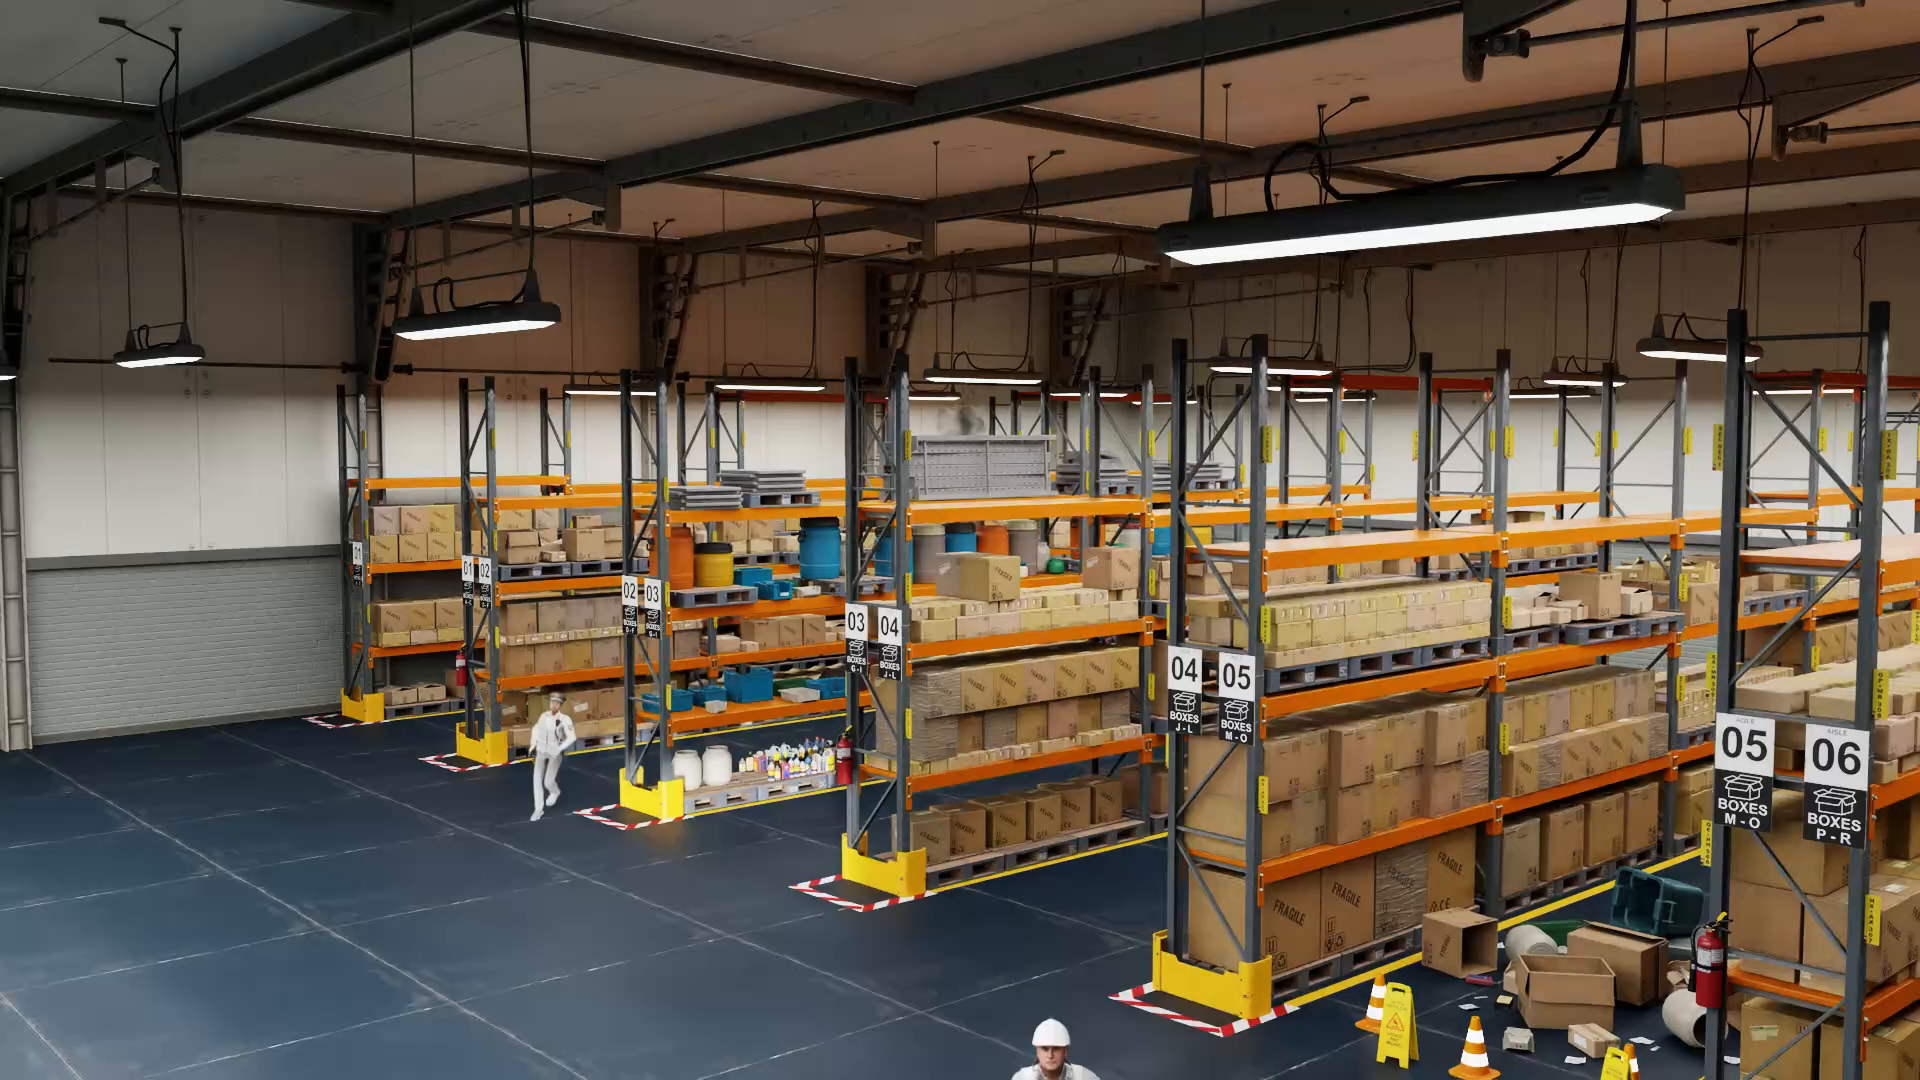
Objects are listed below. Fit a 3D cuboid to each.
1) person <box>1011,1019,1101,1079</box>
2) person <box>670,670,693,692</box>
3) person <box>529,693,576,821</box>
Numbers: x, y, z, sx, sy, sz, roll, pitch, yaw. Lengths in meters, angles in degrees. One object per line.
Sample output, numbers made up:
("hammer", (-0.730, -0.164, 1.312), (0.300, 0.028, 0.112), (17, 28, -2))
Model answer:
("person", (0.556, 3.666, 9.611), (0.676, 1.803, 0.703), (0, 4, 7))
("person", (-5.200, 2.233, 30.594), (1.065, 1.770, 0.699), (-3, 5, -42))
("person", (-5.492, 2.882, 22.339), (0.665, 1.676, 0.703), (1, 4, 11))
